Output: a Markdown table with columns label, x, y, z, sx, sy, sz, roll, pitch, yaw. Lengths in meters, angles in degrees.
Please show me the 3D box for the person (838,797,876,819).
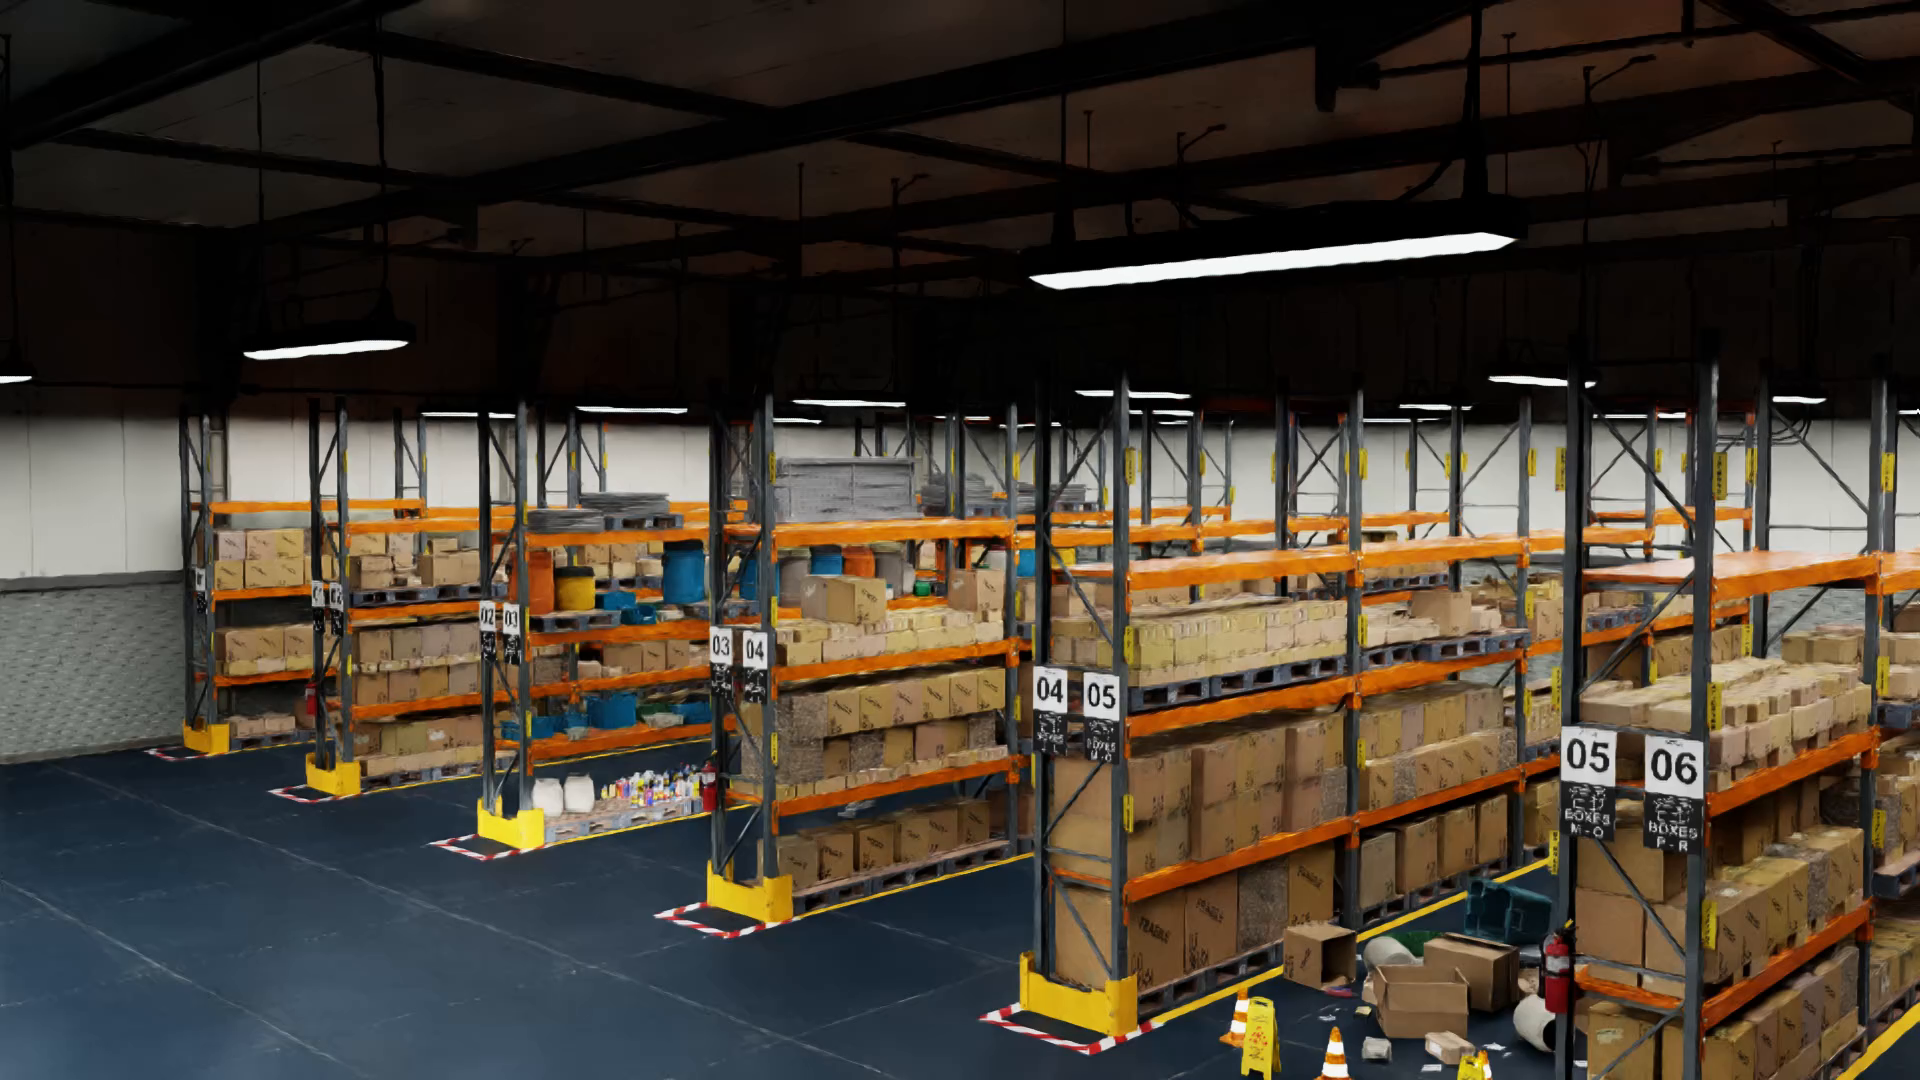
| label | x | y | z | sx | sy | sz | roll | pitch | yaw |
| --- | --- | --- | --- | --- | --- | --- | --- | --- | --- |
| person | -1.494 | 3.052 | 23.605 | 0.580 | 1.706 | 1.096 | 2 | 4 | 35 |
